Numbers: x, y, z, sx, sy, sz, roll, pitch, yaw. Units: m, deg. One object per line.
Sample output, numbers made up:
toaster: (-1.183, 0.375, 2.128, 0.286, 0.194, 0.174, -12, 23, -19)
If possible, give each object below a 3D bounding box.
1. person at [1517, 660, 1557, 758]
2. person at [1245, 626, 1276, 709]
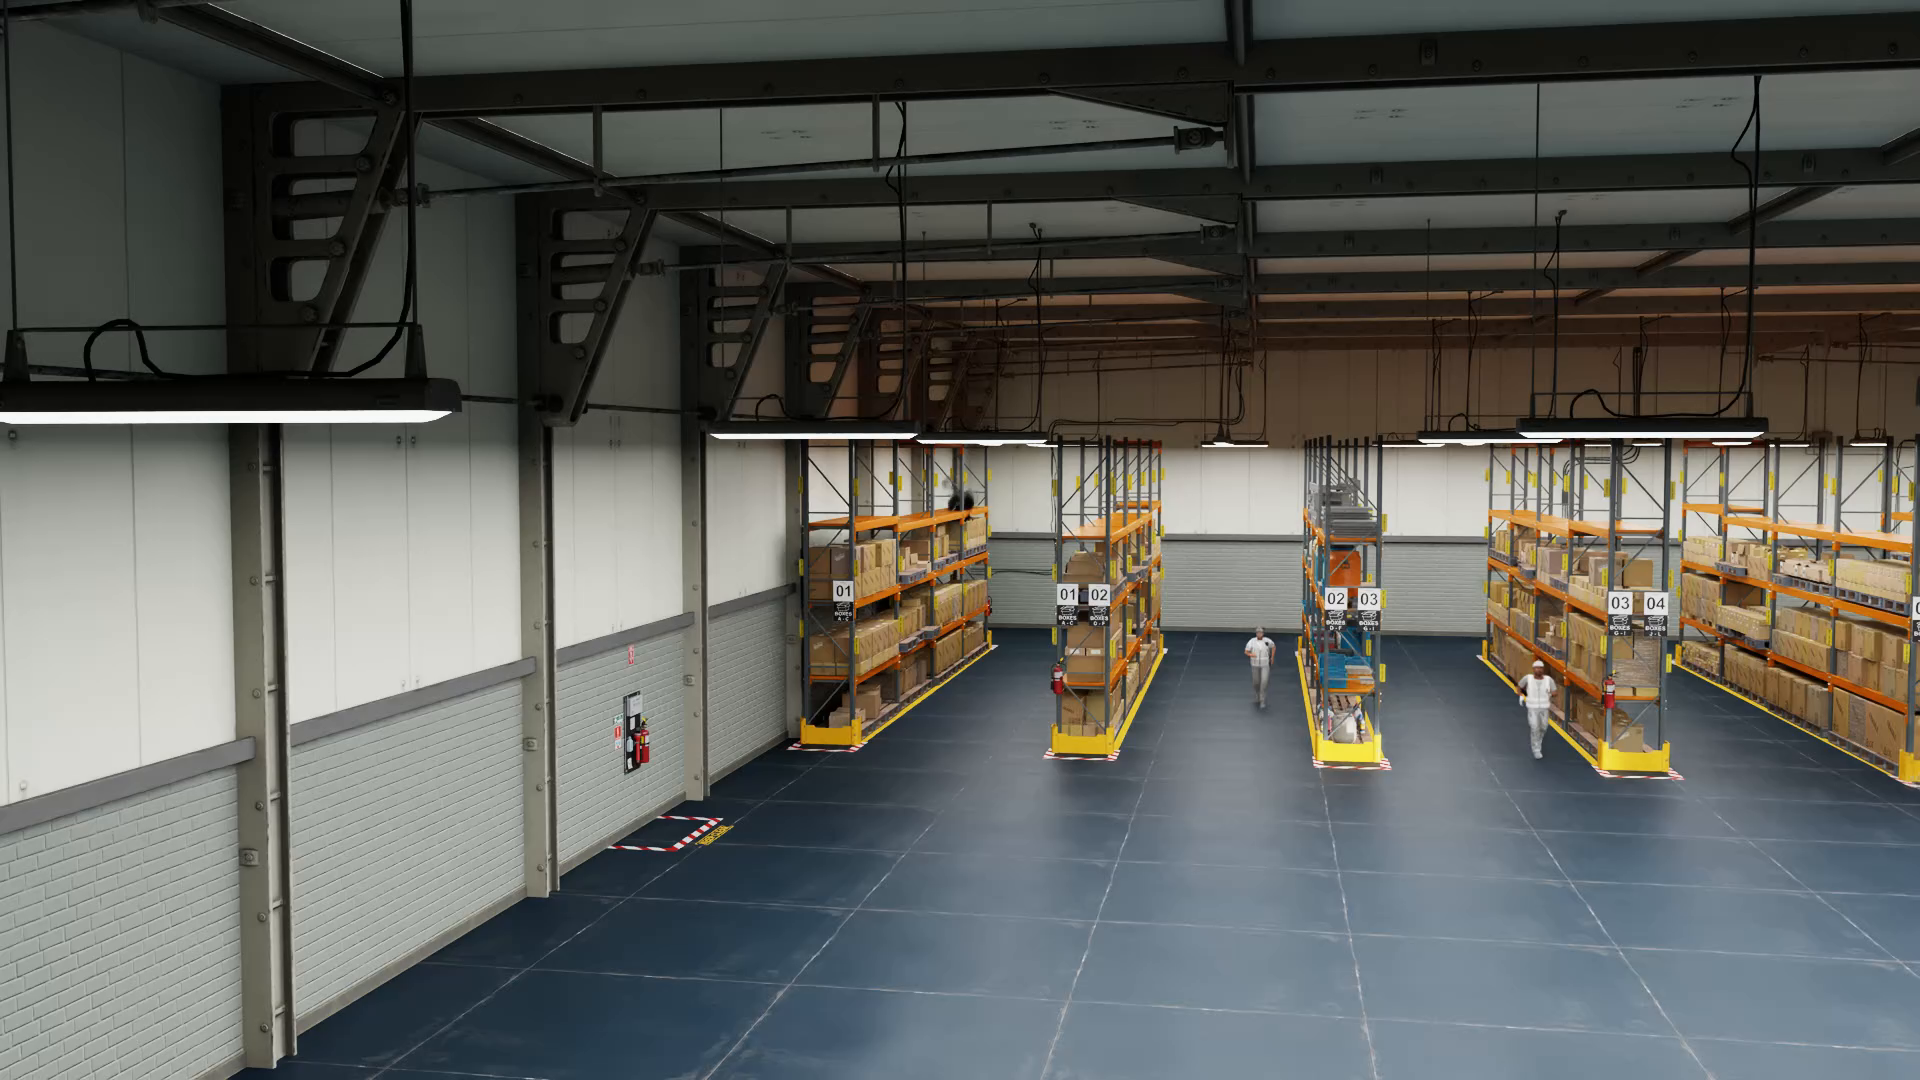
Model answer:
person: (10.780, 3.126, 31.018, 0.687, 1.763, 1.003, 0, 3, 6)
person: (6.717, 2.823, 37.255, 0.669, 1.820, 0.932, 1, 3, 13)
